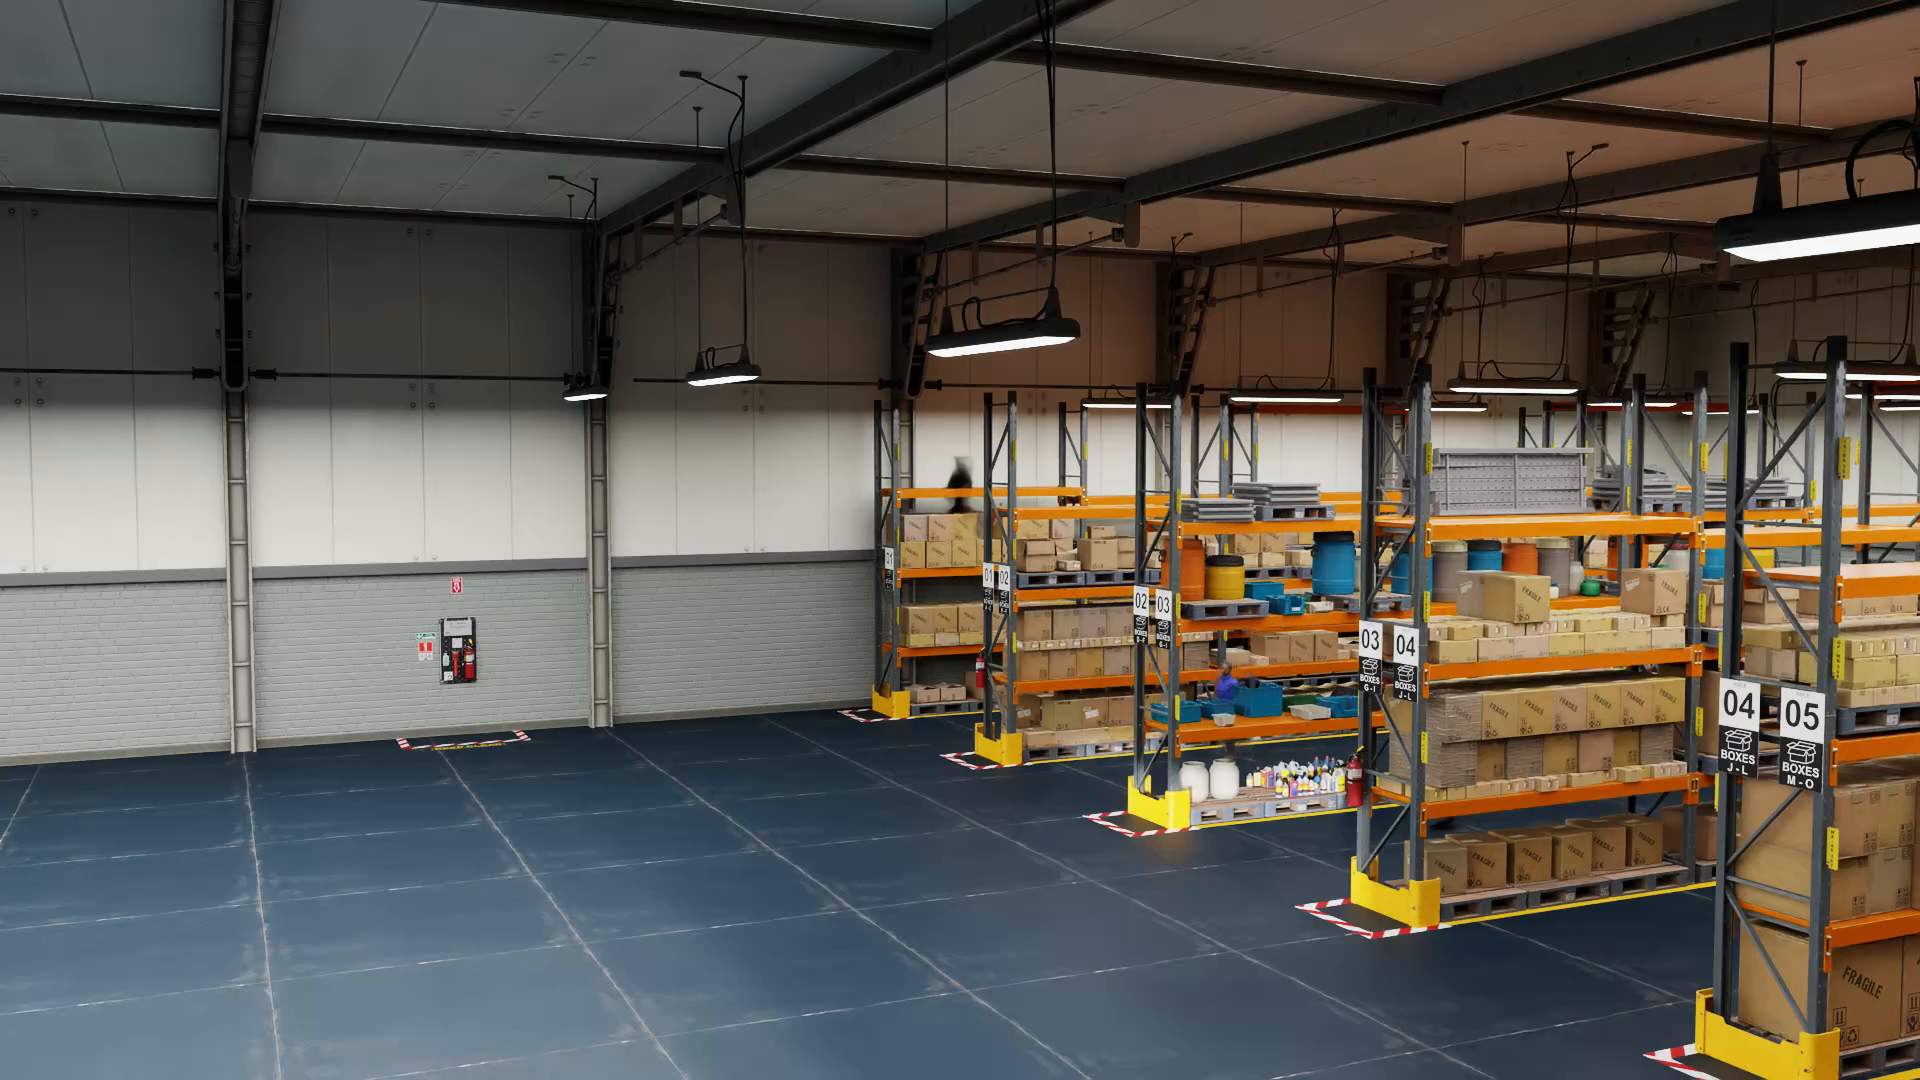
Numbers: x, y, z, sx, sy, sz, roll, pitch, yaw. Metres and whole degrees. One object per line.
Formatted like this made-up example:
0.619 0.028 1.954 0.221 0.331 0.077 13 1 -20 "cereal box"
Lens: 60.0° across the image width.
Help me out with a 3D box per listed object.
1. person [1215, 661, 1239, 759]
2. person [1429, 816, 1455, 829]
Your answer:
4.382 2.831 27.121 0.651 1.511 0.630 -2 4 -34 "person"
6.435 3.081 22.133 0.523 1.629 0.720 -1 4 -20 "person"
